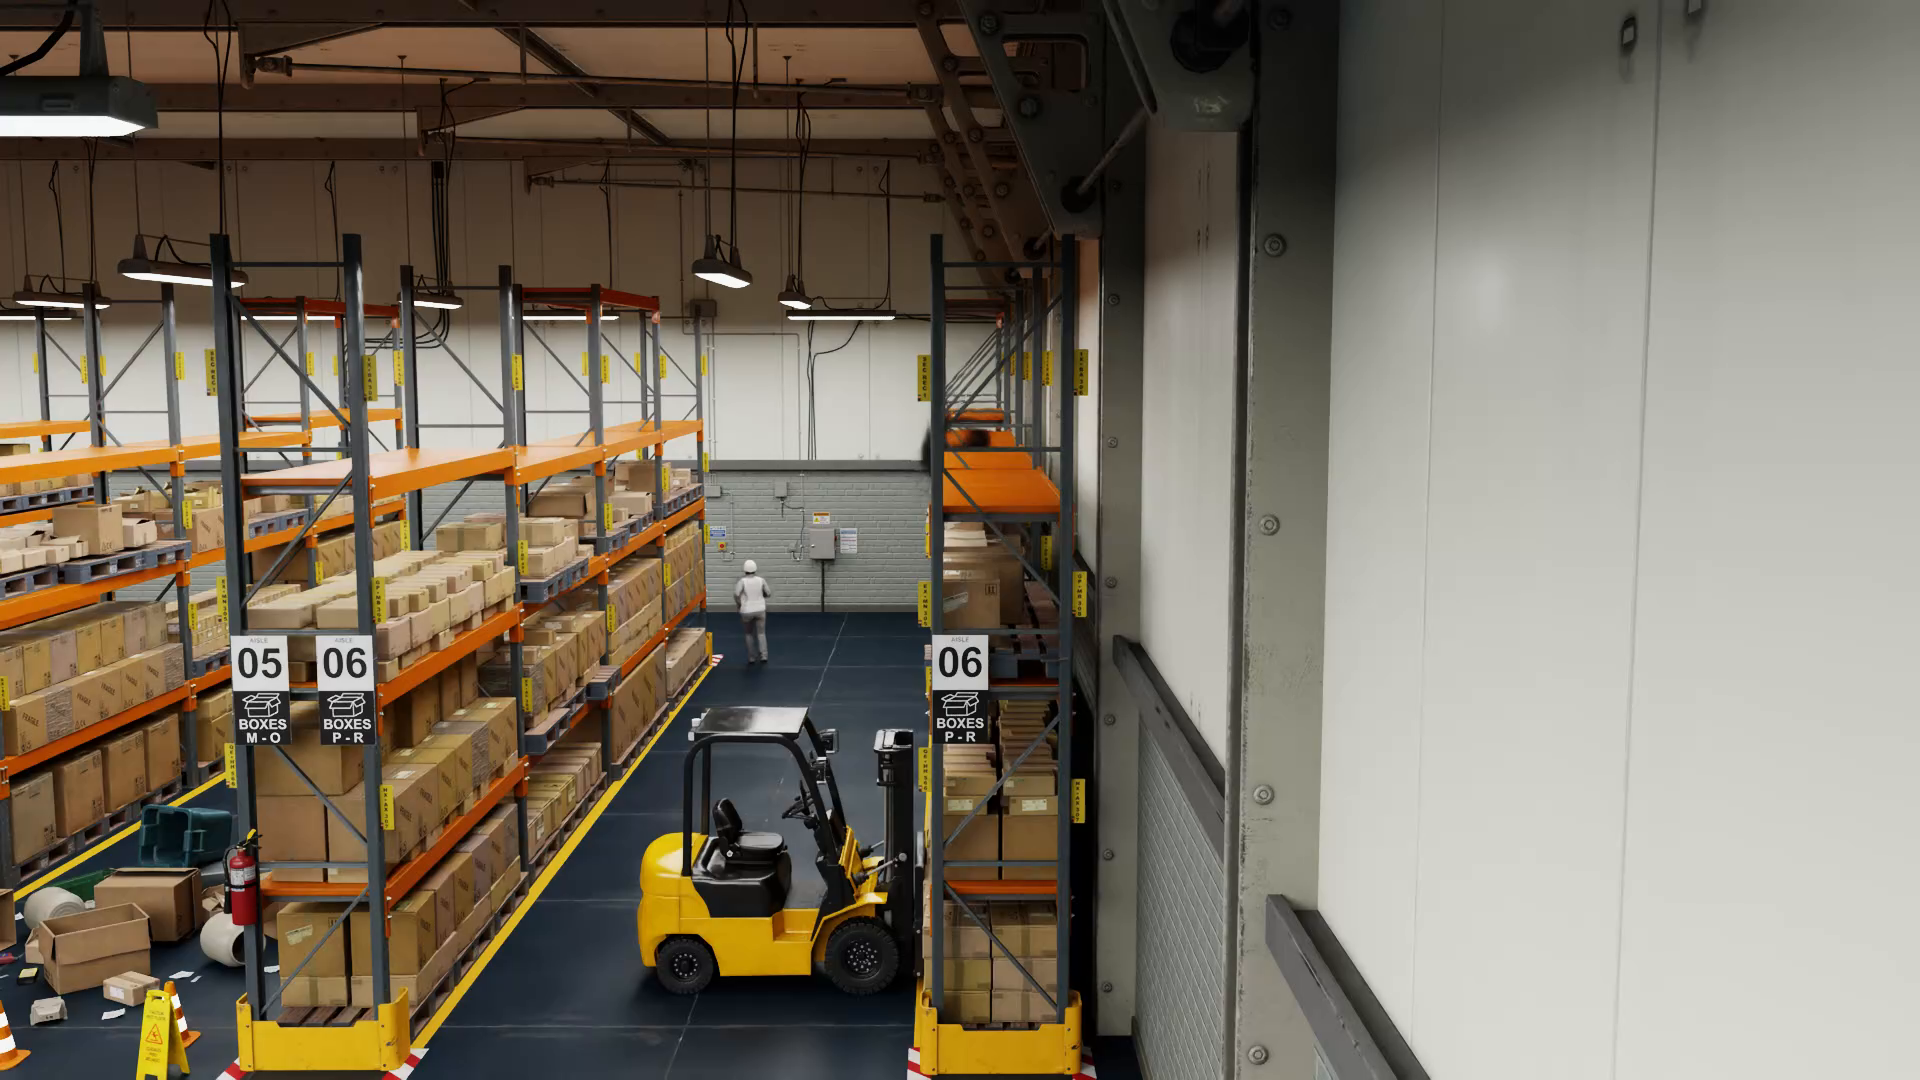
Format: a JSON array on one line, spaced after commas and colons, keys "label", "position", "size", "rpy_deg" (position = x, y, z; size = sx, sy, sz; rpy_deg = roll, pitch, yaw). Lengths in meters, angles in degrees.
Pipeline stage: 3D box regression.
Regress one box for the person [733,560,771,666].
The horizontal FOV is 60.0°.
[{"label": "person", "position": [-3.460, 1.223, 27.661], "size": [0.665, 1.794, 0.843], "rpy_deg": [-2, 7, -16]}]
